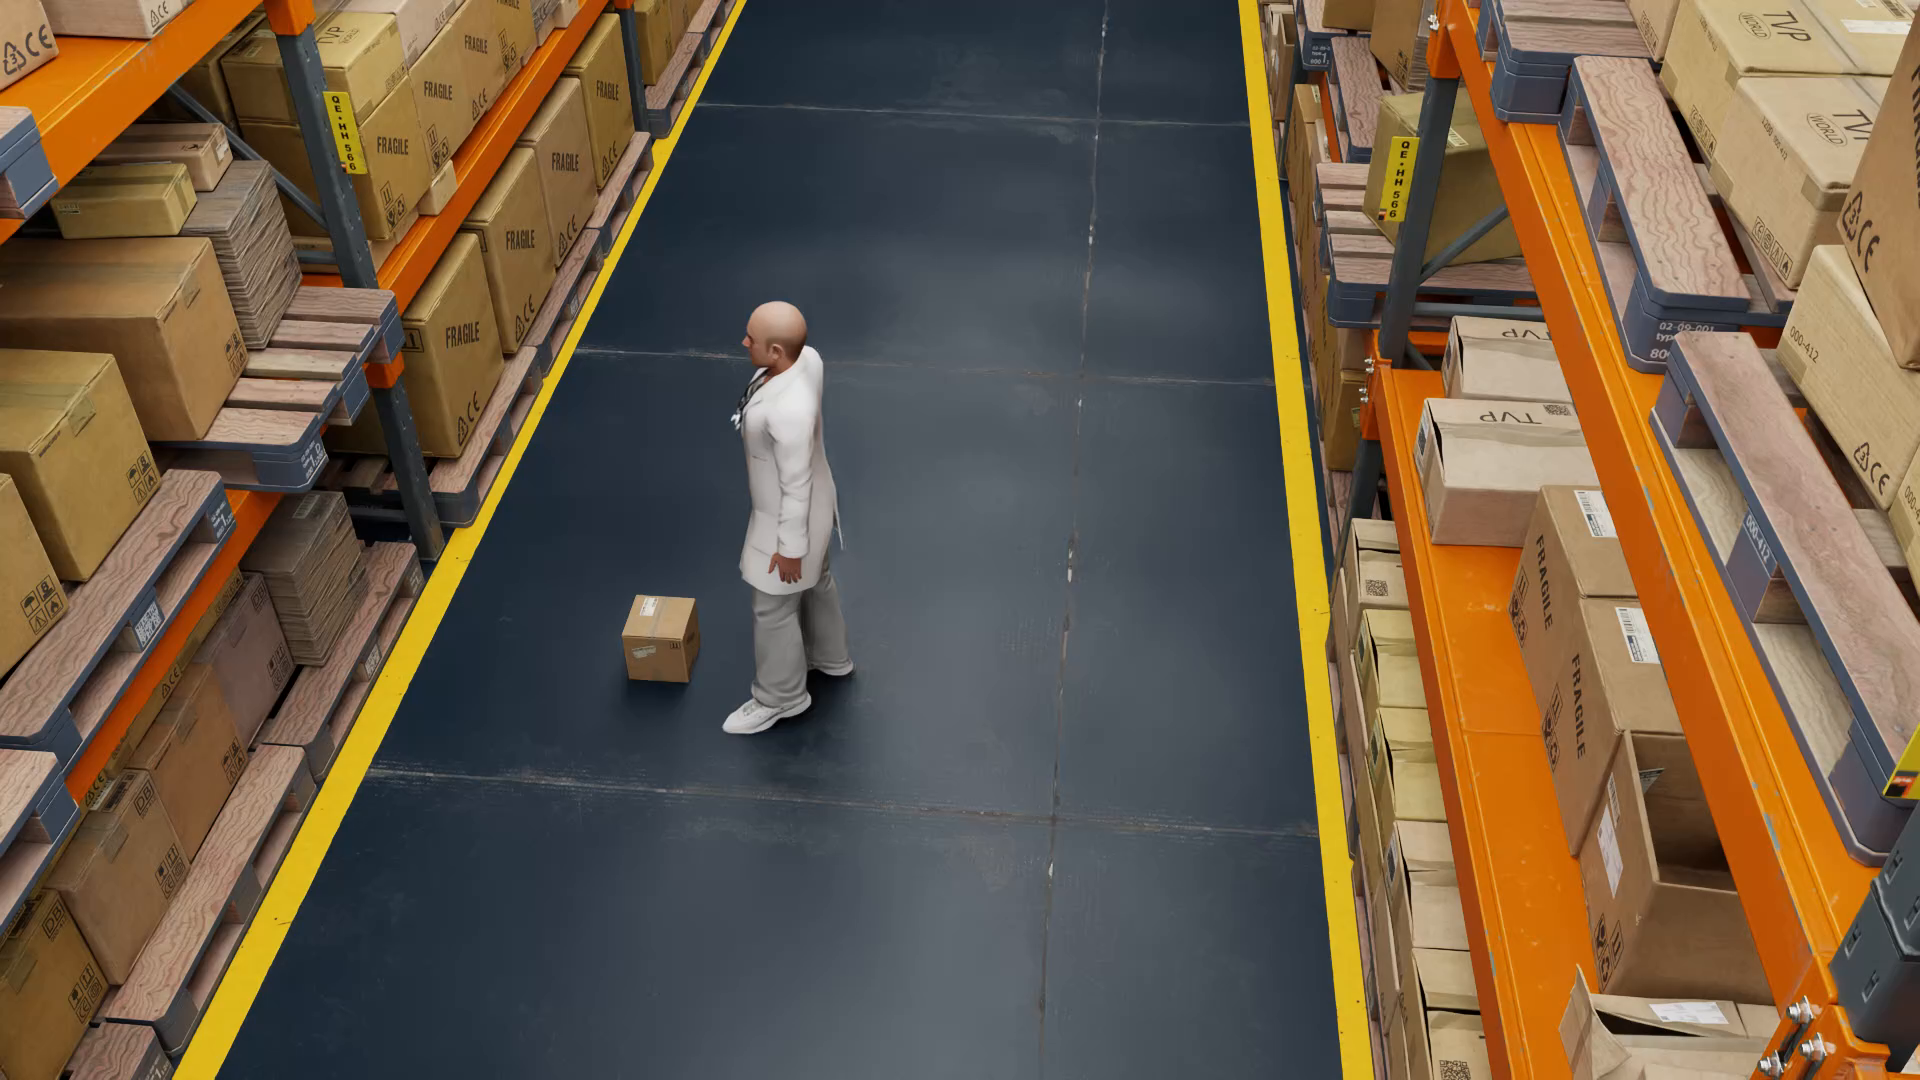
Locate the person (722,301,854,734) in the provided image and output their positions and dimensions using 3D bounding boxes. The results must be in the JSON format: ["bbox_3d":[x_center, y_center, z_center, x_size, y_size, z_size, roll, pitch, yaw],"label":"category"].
[{"bbox_3d":[-0.695,-0.091,6.280,0.507,1.816,0.612,0,40,0],"label":"person"}]
